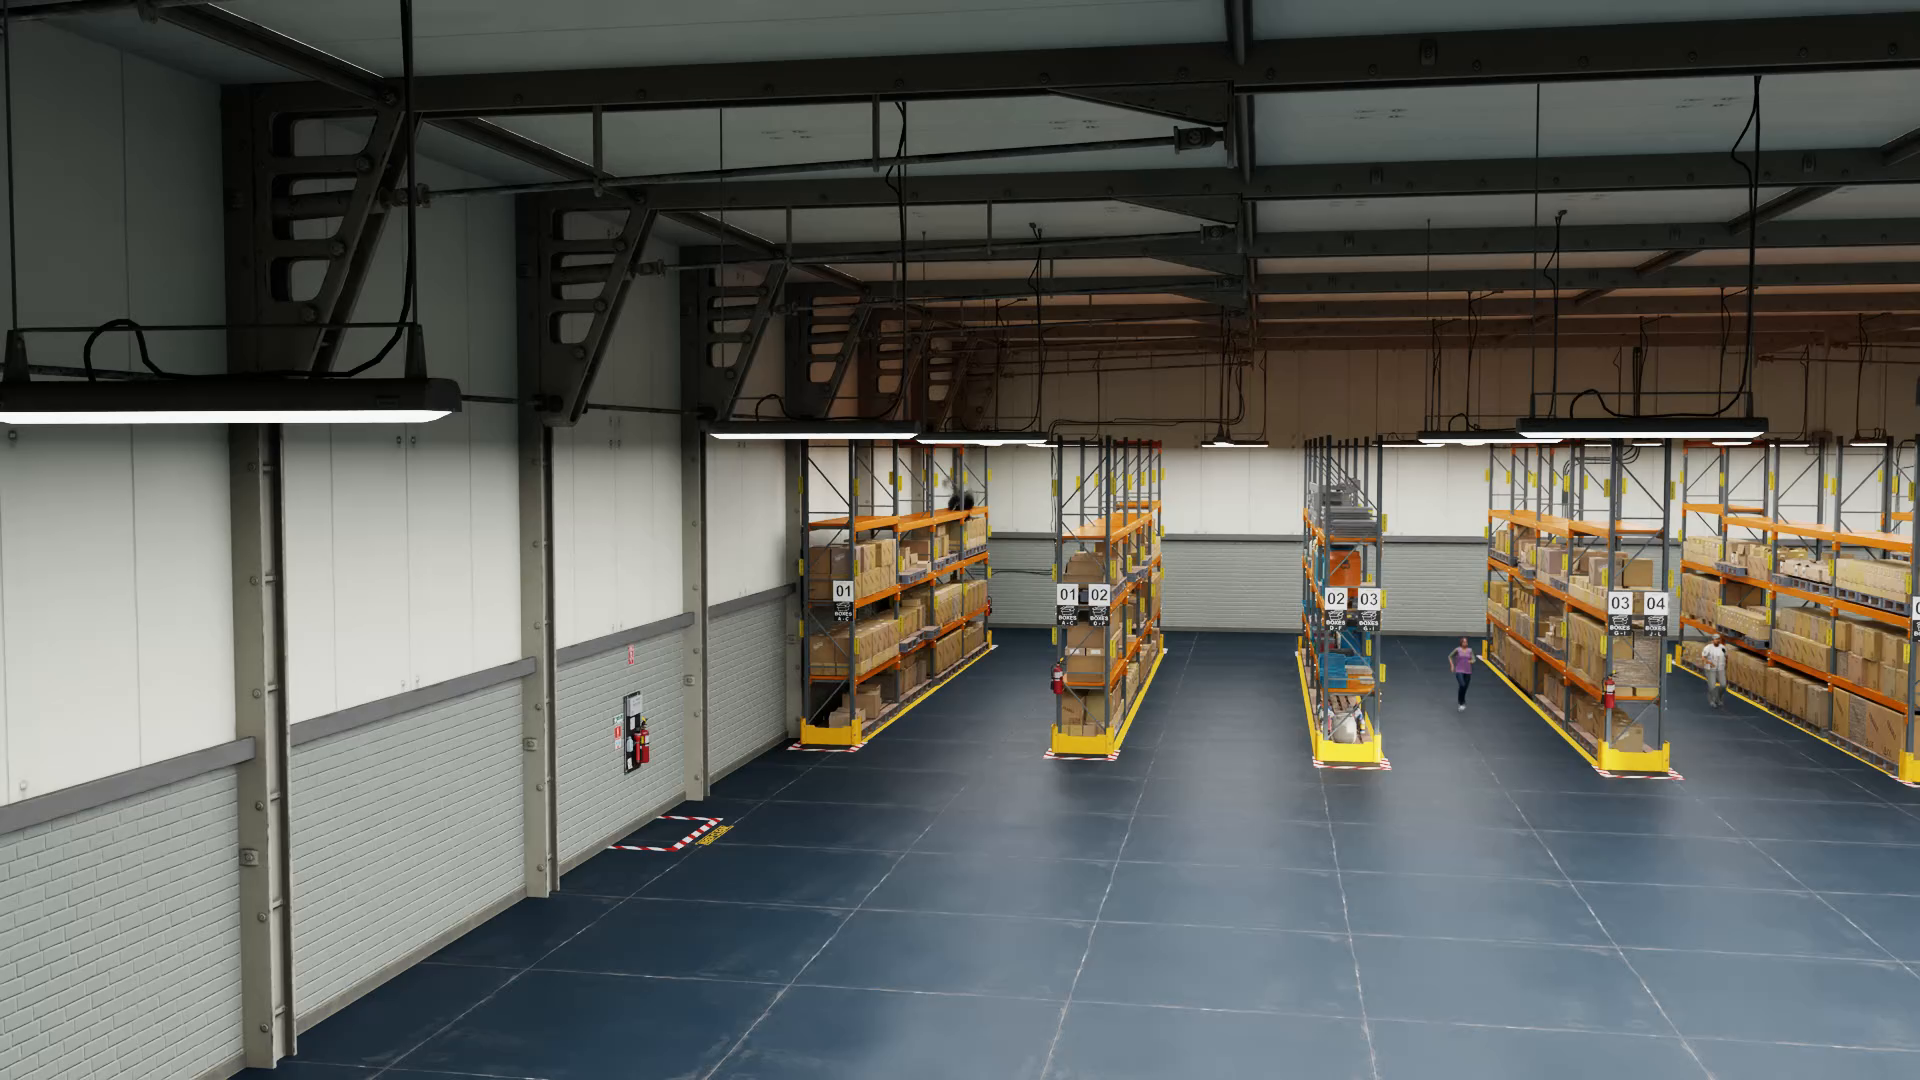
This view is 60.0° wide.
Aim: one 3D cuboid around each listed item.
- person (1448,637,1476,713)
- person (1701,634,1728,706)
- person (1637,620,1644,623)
[{"bbox_3d":[11.035,2.948,36.495,0.503,1.644,0.710,0,3,-4],"label":"person"},{"bbox_3d":[16.821,2.901,37.009,0.603,1.628,0.573,1,3,10],"label":"person"},{"bbox_3d":[18.654,2.411,45.165,0.819,1.771,0.669,-1,3,-24],"label":"person"}]
